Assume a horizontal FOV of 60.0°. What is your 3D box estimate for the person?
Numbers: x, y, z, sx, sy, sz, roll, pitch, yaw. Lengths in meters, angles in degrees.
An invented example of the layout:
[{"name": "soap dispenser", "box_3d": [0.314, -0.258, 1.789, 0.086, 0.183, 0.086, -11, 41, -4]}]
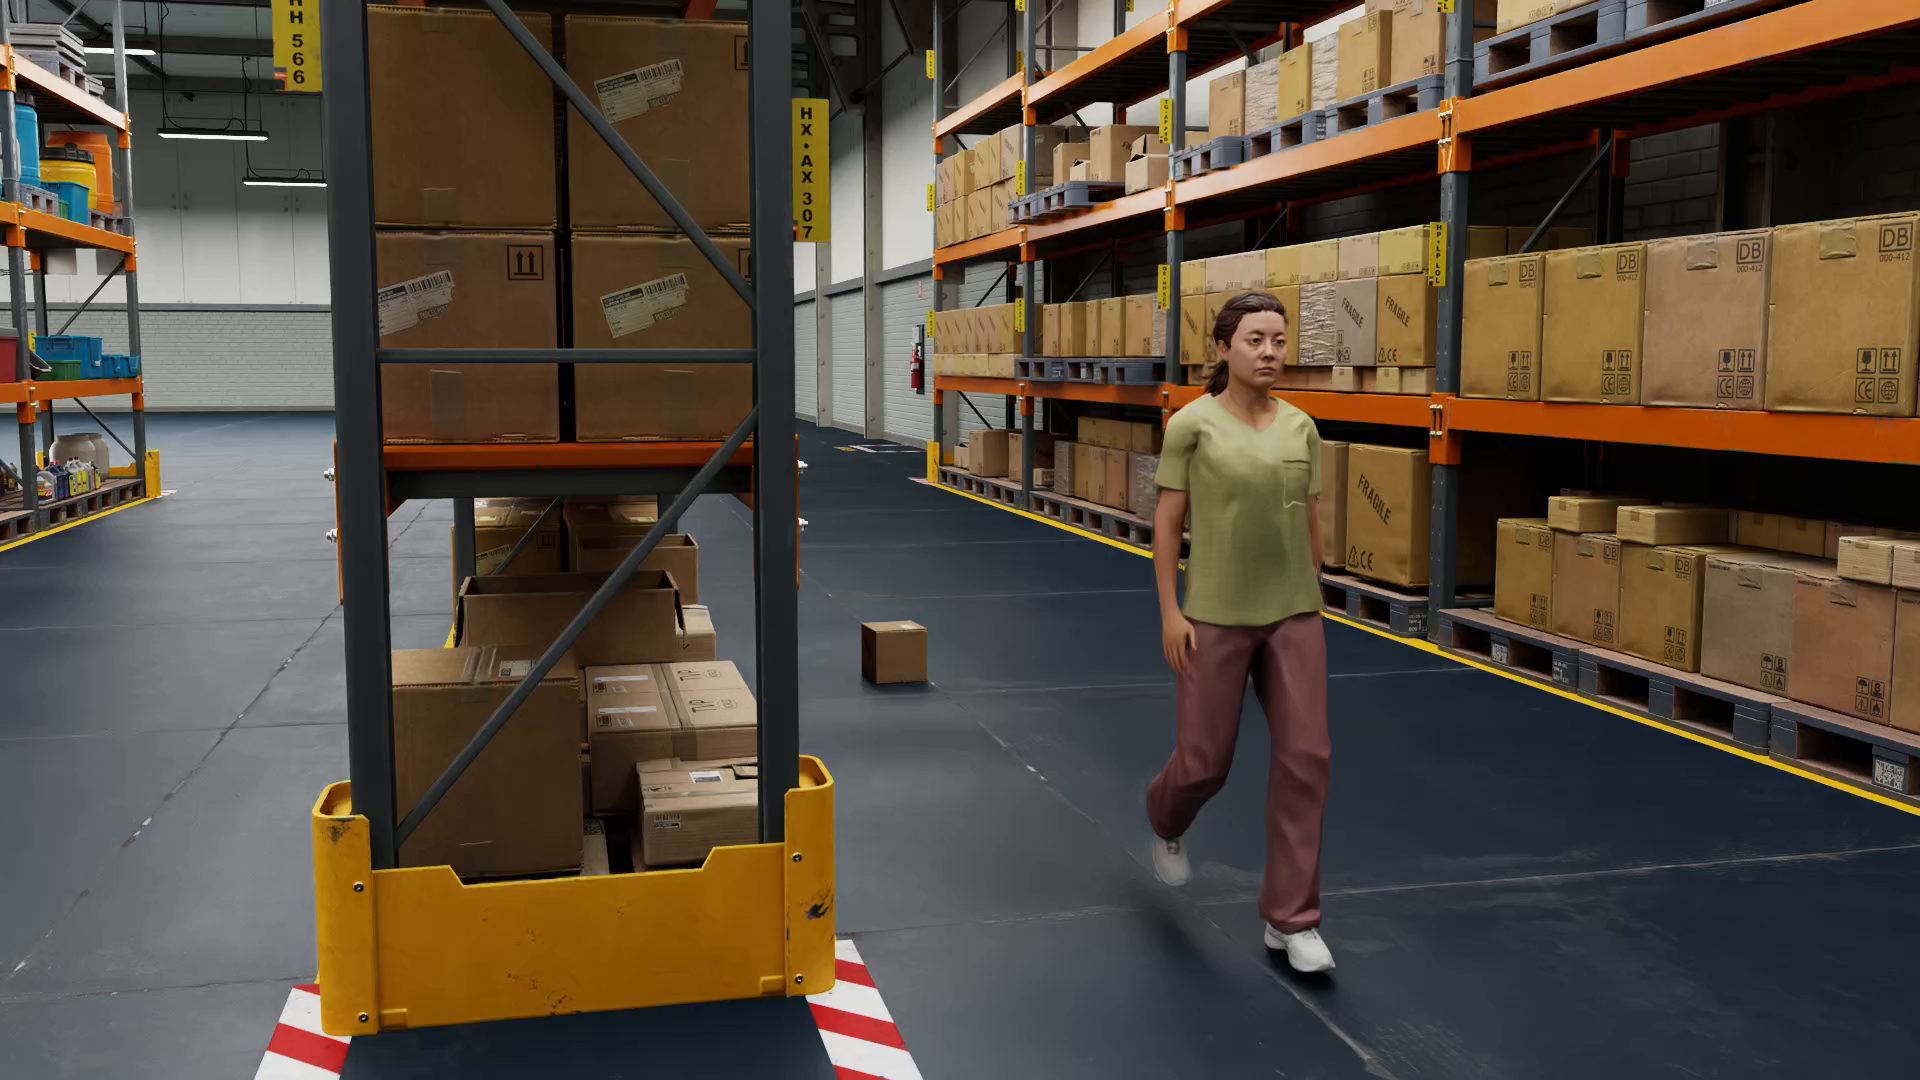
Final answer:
[{"name": "person", "box_3d": [0.708, 0.199, 4.243, 0.462, 1.651, 0.754, -1, 6, -11]}]
